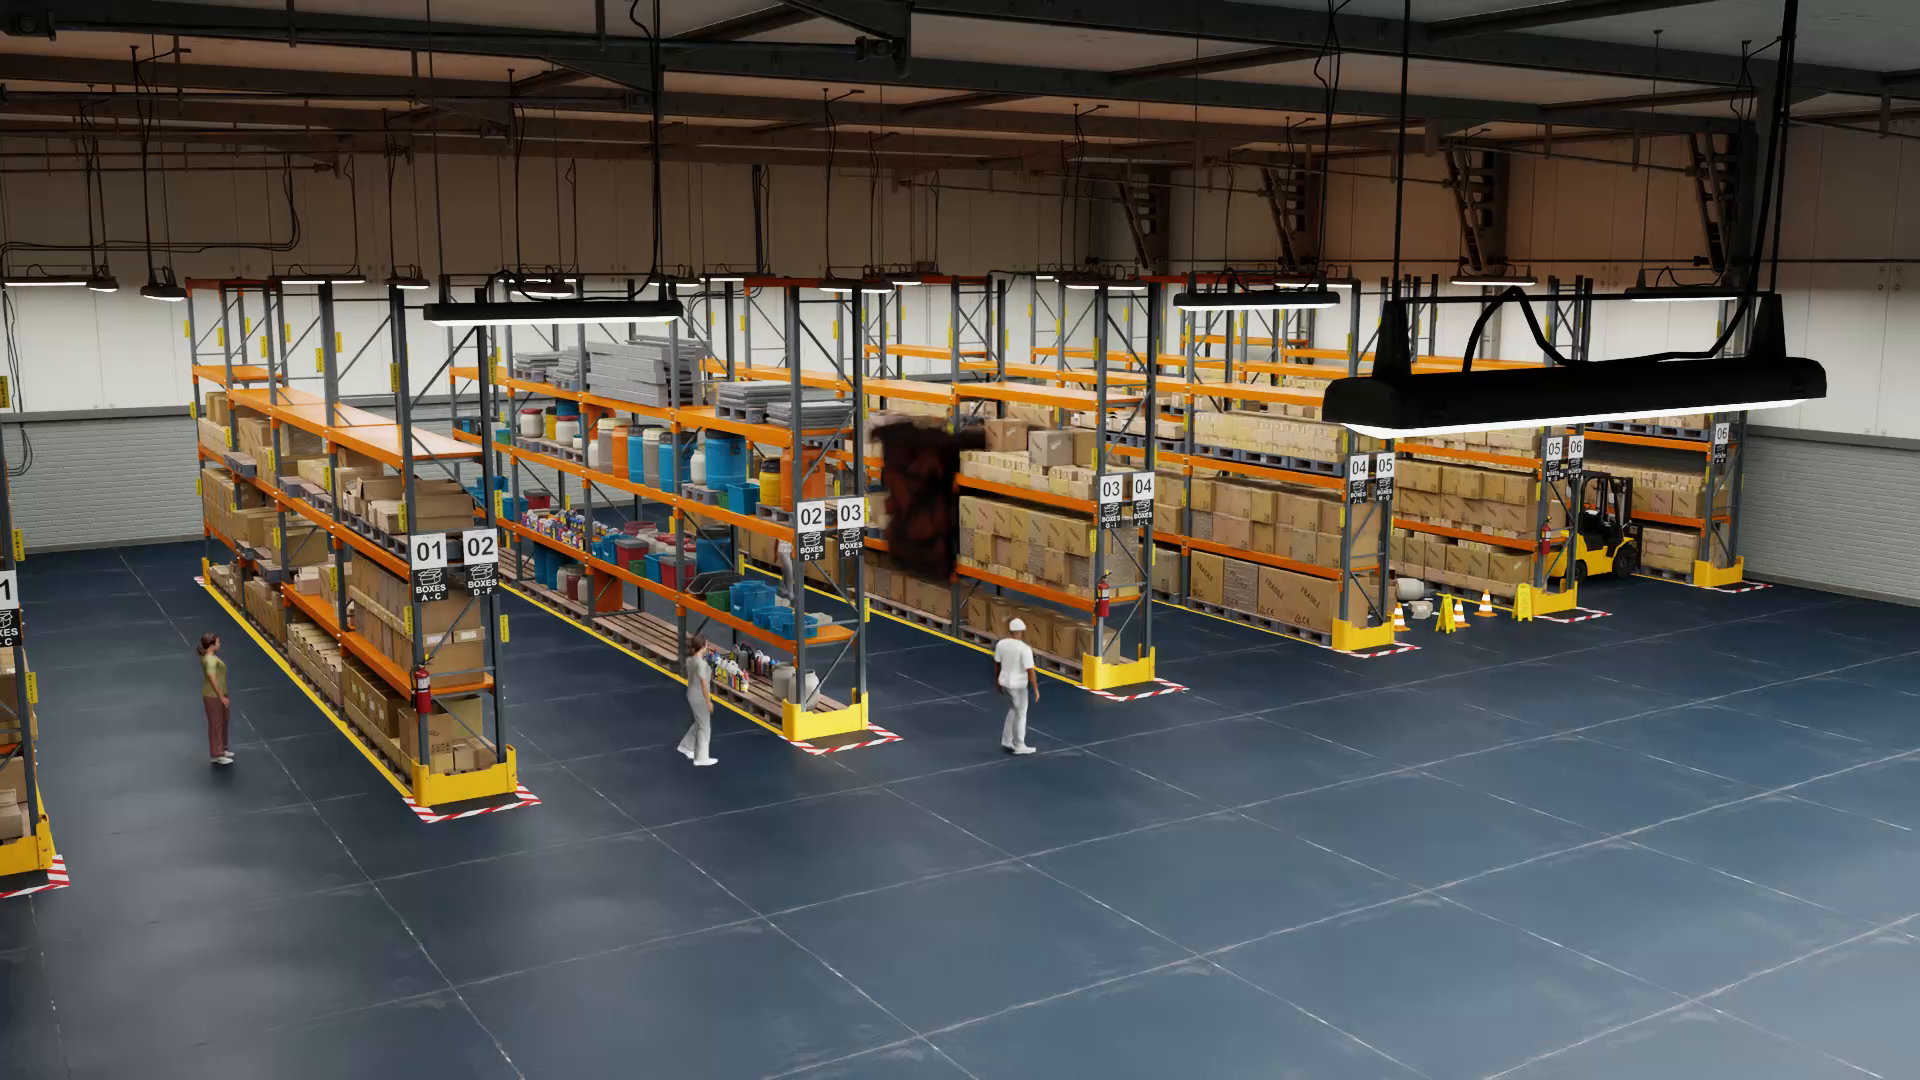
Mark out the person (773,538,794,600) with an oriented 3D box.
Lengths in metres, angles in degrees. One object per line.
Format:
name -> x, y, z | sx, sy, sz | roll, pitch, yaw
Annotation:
person -> -3.131, 0.229, 30.071 | 0.510, 1.640, 0.921 | -7, 12, -36

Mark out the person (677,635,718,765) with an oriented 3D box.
person -> -3.336, 2.020, 21.035 | 0.474, 1.671, 0.544 | -3, 10, -18

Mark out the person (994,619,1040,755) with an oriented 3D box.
person -> 0.747, 1.907, 21.517 | 0.432, 1.811, 0.610 | -6, 11, -33

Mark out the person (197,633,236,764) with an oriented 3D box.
person -> -9.432, 2.004, 21.144 | 0.407, 1.718, 0.578 | -1, 10, -3
